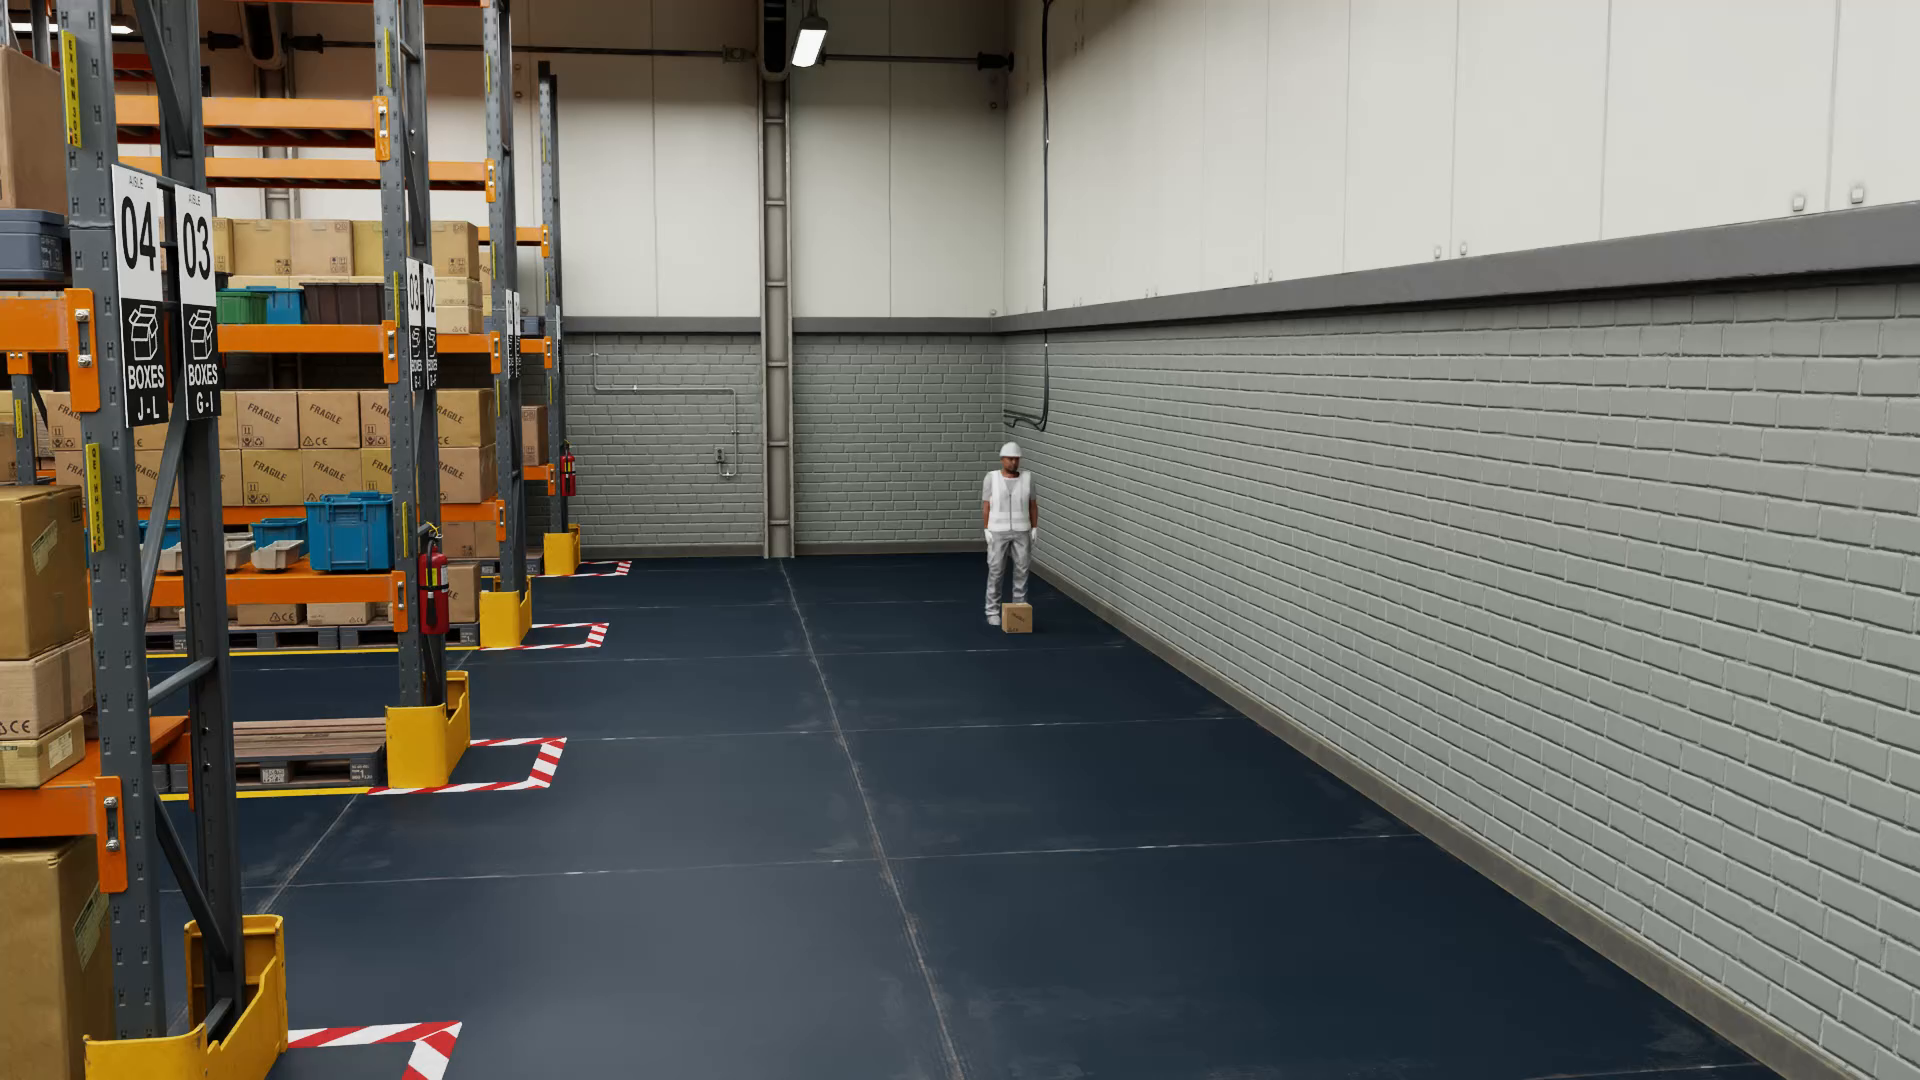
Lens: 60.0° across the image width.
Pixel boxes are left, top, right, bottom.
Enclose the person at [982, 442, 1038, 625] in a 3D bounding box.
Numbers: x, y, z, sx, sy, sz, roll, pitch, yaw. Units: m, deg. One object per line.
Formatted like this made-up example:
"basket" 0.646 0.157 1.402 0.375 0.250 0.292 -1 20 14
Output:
"person" 0.495 -0.067 16.269 0.547 1.783 0.357 -1 6 -8
